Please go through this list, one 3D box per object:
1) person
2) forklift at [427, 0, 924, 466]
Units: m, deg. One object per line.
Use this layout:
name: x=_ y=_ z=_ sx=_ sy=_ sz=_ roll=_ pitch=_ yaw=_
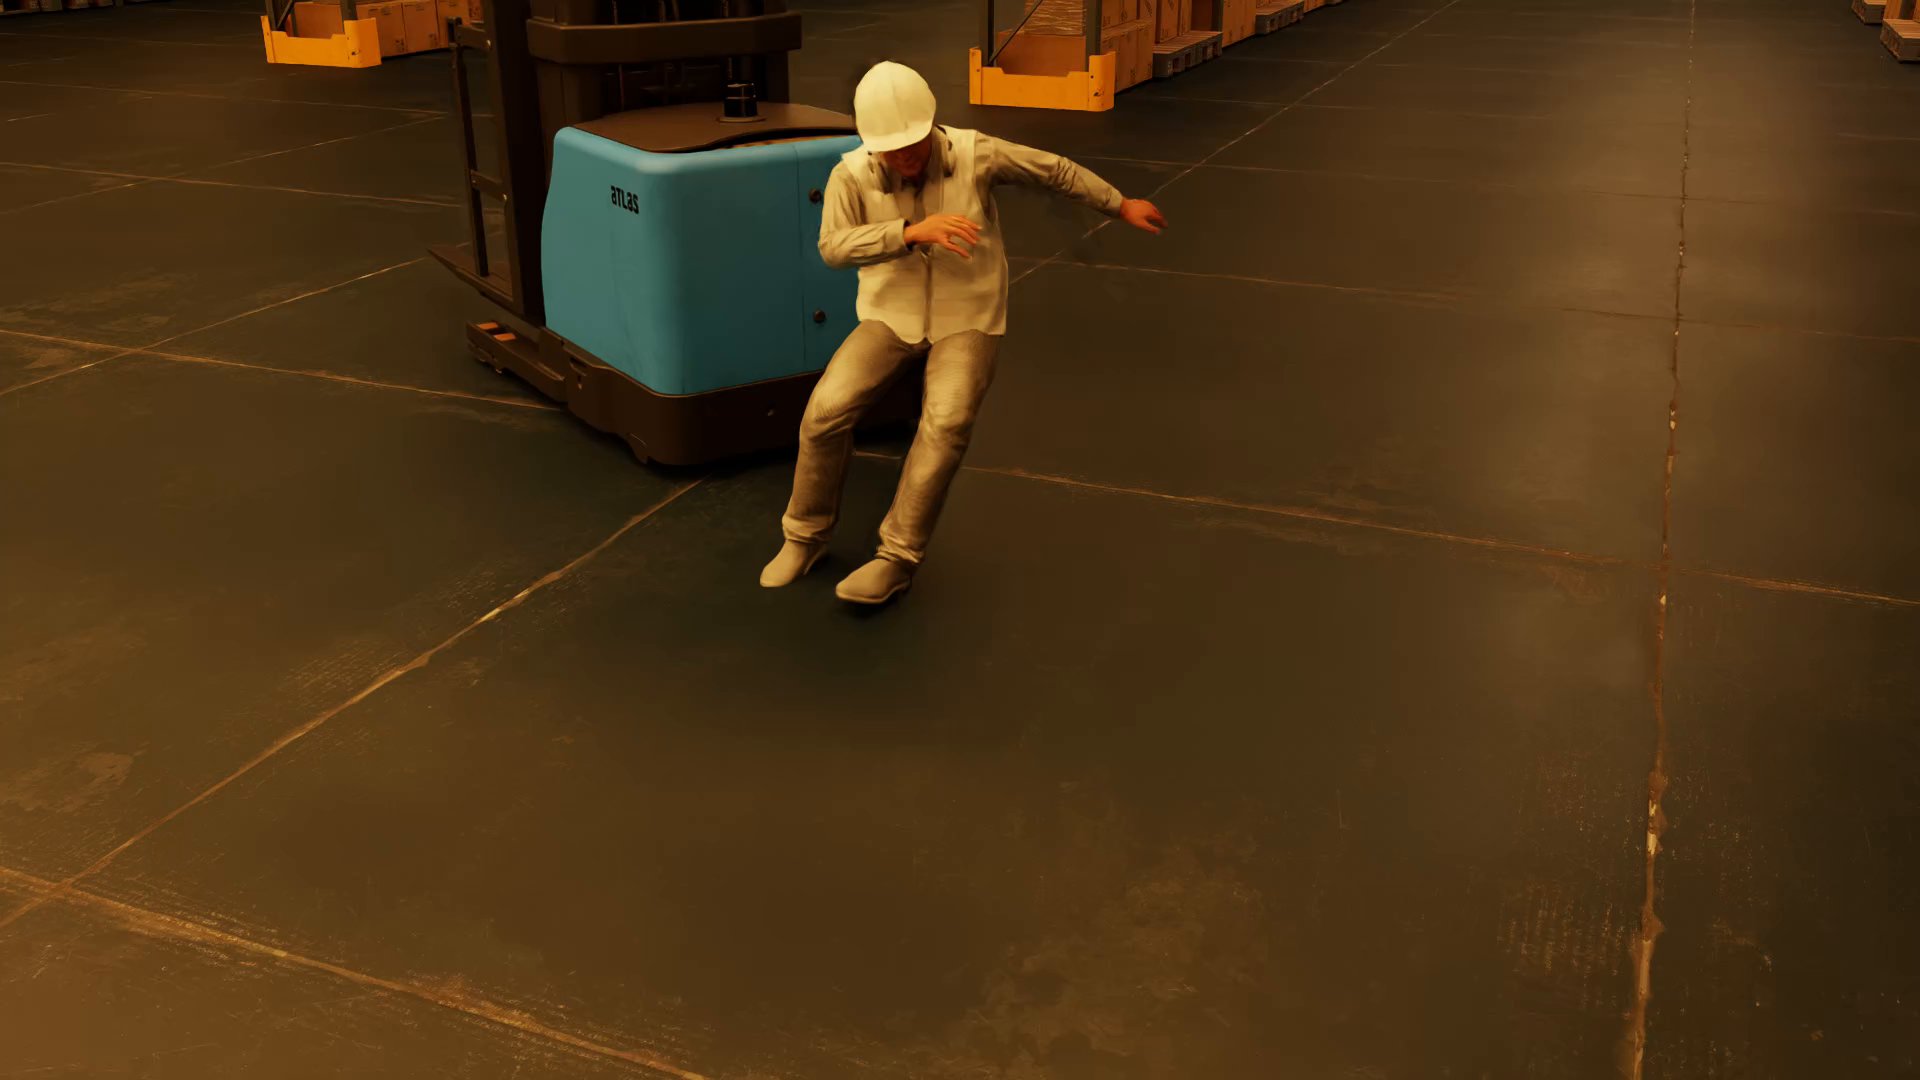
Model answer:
person: x=0.013 y=-0.594 z=4.698 sx=1.178 sy=1.478 sz=0.935 roll=1 pitch=23 yaw=3
forklift: x=-1.369 y=-2.111 z=6.343 sx=1.130 sy=2.935 sz=3.031 roll=-15 pitch=27 yaw=-31
